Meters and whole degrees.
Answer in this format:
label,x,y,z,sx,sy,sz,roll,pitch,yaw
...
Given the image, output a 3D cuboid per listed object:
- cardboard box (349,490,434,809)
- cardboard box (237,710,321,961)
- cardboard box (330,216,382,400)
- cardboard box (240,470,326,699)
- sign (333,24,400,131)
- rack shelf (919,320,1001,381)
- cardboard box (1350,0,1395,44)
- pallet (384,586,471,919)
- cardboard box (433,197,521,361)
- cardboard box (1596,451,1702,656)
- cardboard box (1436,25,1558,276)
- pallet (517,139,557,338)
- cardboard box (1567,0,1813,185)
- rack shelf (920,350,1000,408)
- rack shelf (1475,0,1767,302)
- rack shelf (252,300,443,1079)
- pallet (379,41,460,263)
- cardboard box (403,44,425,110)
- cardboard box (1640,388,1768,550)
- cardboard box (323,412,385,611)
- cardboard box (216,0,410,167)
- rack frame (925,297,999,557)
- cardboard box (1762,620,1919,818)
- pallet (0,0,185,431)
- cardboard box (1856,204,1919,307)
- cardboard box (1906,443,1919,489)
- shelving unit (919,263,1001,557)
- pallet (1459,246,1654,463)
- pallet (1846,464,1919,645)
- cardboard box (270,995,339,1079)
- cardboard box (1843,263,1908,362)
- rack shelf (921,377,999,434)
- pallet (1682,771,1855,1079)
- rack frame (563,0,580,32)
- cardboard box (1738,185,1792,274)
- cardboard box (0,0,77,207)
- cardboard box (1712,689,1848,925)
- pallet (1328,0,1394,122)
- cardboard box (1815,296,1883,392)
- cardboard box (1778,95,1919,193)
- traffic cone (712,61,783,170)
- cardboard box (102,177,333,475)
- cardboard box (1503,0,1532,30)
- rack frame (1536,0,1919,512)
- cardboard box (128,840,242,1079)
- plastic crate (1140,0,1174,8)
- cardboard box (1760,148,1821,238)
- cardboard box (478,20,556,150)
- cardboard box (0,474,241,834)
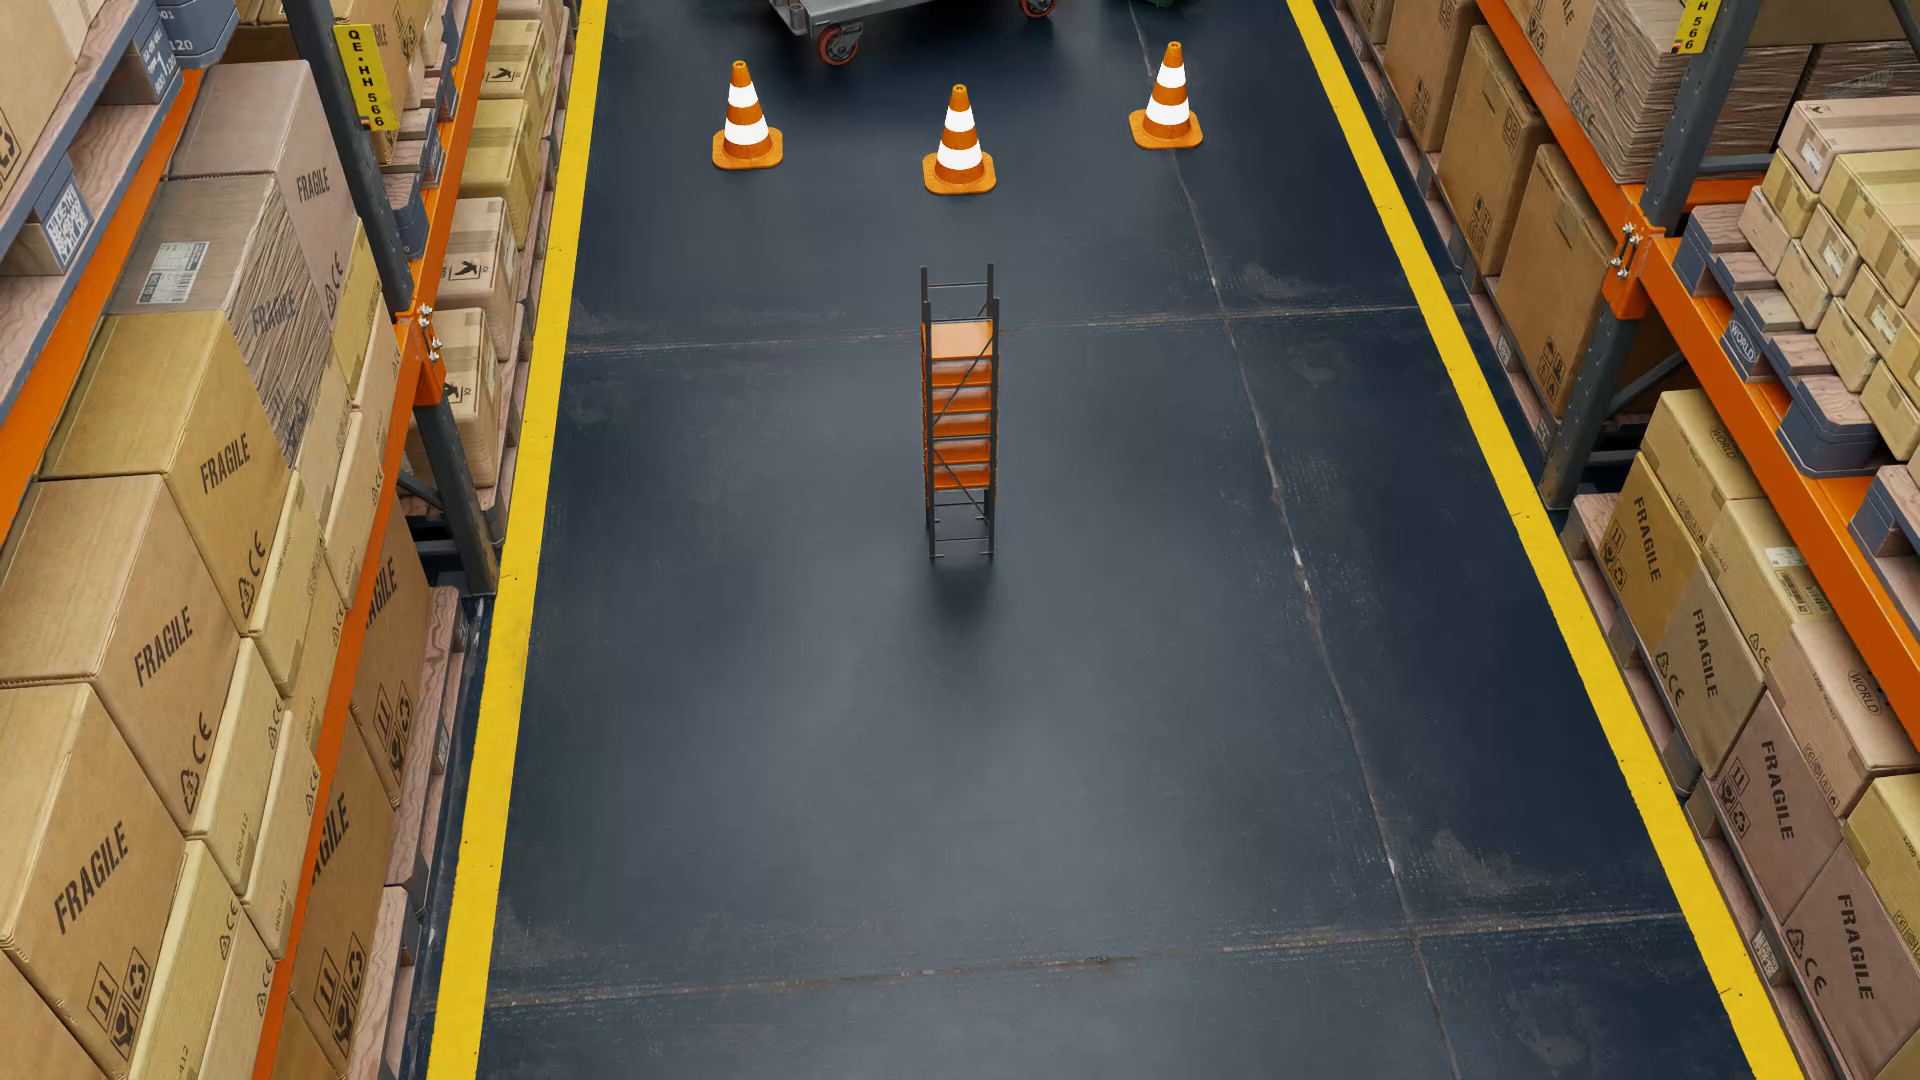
label,x,y,z,sx,sy,sz,roll,pitch,yaw
cardboard box,-2.215,0.252,5.119,0.875,0.875,0.875,-4,47,-4
cardboard box,-1.733,0.664,3.658,0.500,0.250,0.500,-4,47,-4
cardboard box,-1.896,-0.624,4.534,0.500,0.250,0.500,-4,47,-3
cardboard box,-1.786,0.116,3.833,0.500,0.250,0.500,-5,47,-4
sign,-1.637,-1.273,4.592,0.100,0.325,0.005,-3,47,-3
rack shelf,-0.001,-0.640,5.595,0.258,0.103,0.180,-3,47,-3
cardboard box,2.541,-3.034,8.318,1.050,0.750,0.750,-4,47,-3
pallet,-2.199,0.695,5.446,1.003,0.211,1.213,-3,47,-3
cardboard box,-2.297,-1.022,6.673,0.950,0.372,0.625,-4,47,-4
cardboard box,2.540,0.030,5.588,0.500,0.500,0.500,-5,47,-5
cardboard box,2.697,-1.662,7.018,1.050,0.750,0.750,-3,47,-3
pallet,-2.353,-1.326,7.360,1.003,0.211,1.213,-3,47,-3
cardboard box,2.429,-1.557,5.589,0.500,0.500,0.500,-3,47,-3
rack shelf,-0.001,-0.558,5.682,0.258,0.103,0.180,-3,47,-3
rack shelf,2.567,-2.412,6.964,1.077,0.370,4.000,-3,47,-3
rack shelf,-2.022,0.856,3.869,1.077,0.370,4.000,-3,47,-3
pallet,-2.356,-1.282,5.530,1.213,0.211,1.003,-3,47,-3
cardboard box,-1.999,-1.551,5.536,0.380,0.149,0.250,-6,47,-6
cardboard box,2.551,-0.242,5.329,0.500,0.250,0.500,-5,47,-5
cardboard box,-1.830,-0.068,4.352,0.500,0.250,0.500,-3,47,-3
cardboard box,-1.997,-1.459,5.003,0.500,0.500,0.500,-5,47,-4
rack frame,0.006,-0.357,5.762,0.240,1.200,0.006,-3,47,-3
cardboard box,2.622,0.484,4.642,0.500,0.250,0.500,-3,47,-3
pallet,-1.986,-0.534,2.754,1.003,0.211,1.213,-2,47,-1
cardboard box,2.621,-0.757,4.375,0.380,0.149,0.250,-4,47,-4
cardboard box,2.665,-0.158,4.217,0.380,0.149,0.250,-2,47,-2
shelving unit,-0.001,-0.423,5.824,0.258,1.200,0.189,-3,47,-3
pallet,2.744,-0.829,6.890,1.003,0.211,1.213,-3,47,-3
pallet,2.941,0.283,4.048,1.003,0.211,1.213,-3,47,-3
cardboard box,-2.070,1.545,3.895,0.875,0.875,0.875,-2,47,-2
cardboard box,2.625,-0.622,4.452,0.380,0.149,0.250,-5,47,-5
rack shelf,-0.001,-0.475,5.769,0.258,0.103,0.180,-3,47,-3
pallet,2.897,1.192,4.975,1.003,0.211,1.213,-3,47,-3
rack frame,-2.525,-3.733,7.719,1.000,3.000,0.127,-3,47,-3
cardboard box,2.571,-0.935,4.953,0.380,0.149,0.250,-4,47,-4
cardboard box,-1.753,-0.791,2.510,0.500,0.500,0.500,-3,47,-3
cardboard box,2.633,0.764,4.893,0.500,0.500,0.500,-5,47,-4
pallet,2.539,-2.594,8.562,1.003,0.211,1.213,-3,47,-3
cardboard box,2.616,-0.545,4.584,0.380,0.149,0.250,-1,47,-1
cardboard box,2.580,-1.126,4.724,0.380,0.149,0.250,-3,47,-3
traffic cone,-1.026,-2.048,7.871,0.336,0.463,0.334,-3,47,-3
cardboard box,-1.835,-0.488,3.889,0.500,0.500,0.500,-3,47,-3
cardboard box,2.347,-2.279,6.274,0.500,0.500,0.500,-4,47,-4
rack frame,2.734,-1.213,5.333,1.000,3.000,0.127,-3,47,-3
cardboard box,-1.698,0.857,3.131,0.500,0.250,0.500,-3,47,-3
plastic crate,1.080,-3.206,9.117,0.450,0.188,0.662,25,51,9
cardboard box,2.575,-1.011,4.821,0.380,0.149,0.250,-2,47,-2
cardboard box,-2.415,-2.074,7.669,0.950,0.372,0.625,-1,47,-1
cardboard box,-1.764,0.238,3.201,0.500,0.500,0.500,-4,47,-4
